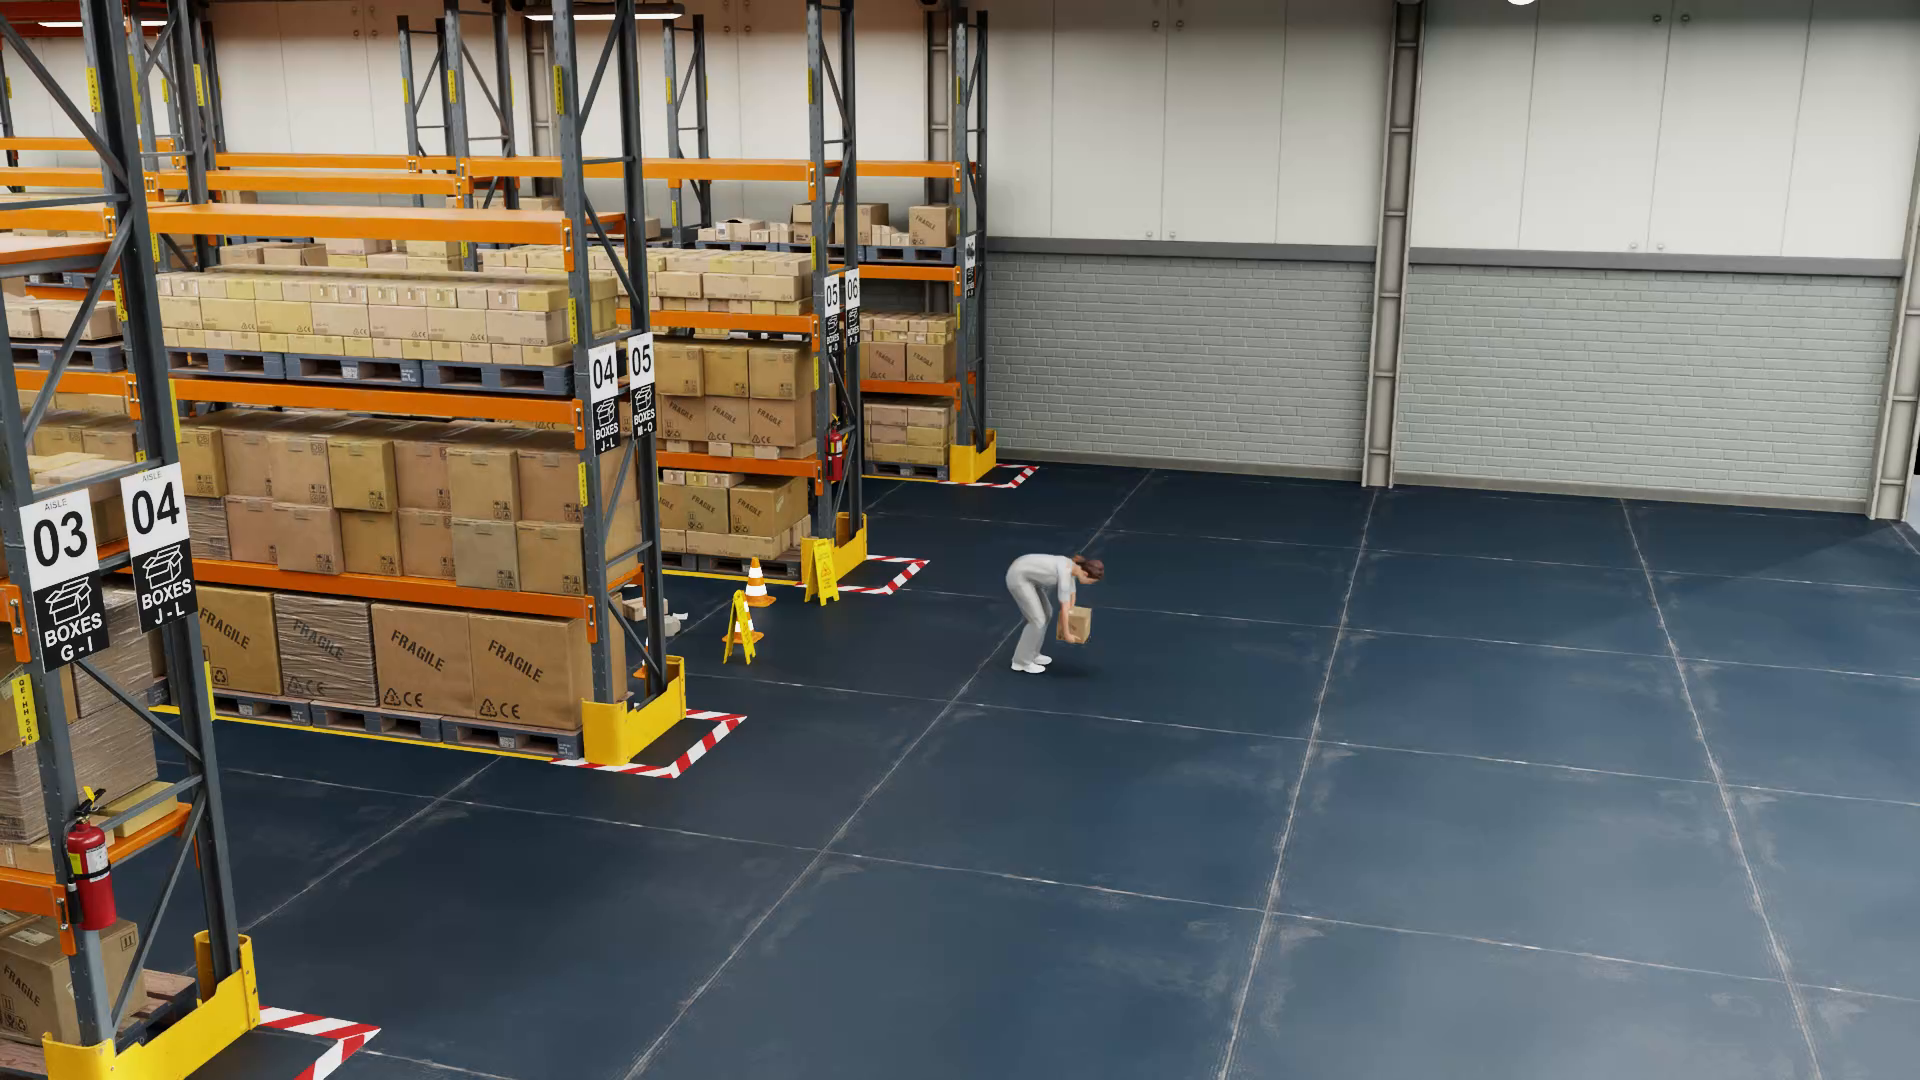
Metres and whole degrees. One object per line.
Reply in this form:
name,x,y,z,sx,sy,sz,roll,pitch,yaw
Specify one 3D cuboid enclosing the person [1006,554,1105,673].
person,0.844,0.631,14.763,0.871,1.089,0.429,4,16,14
